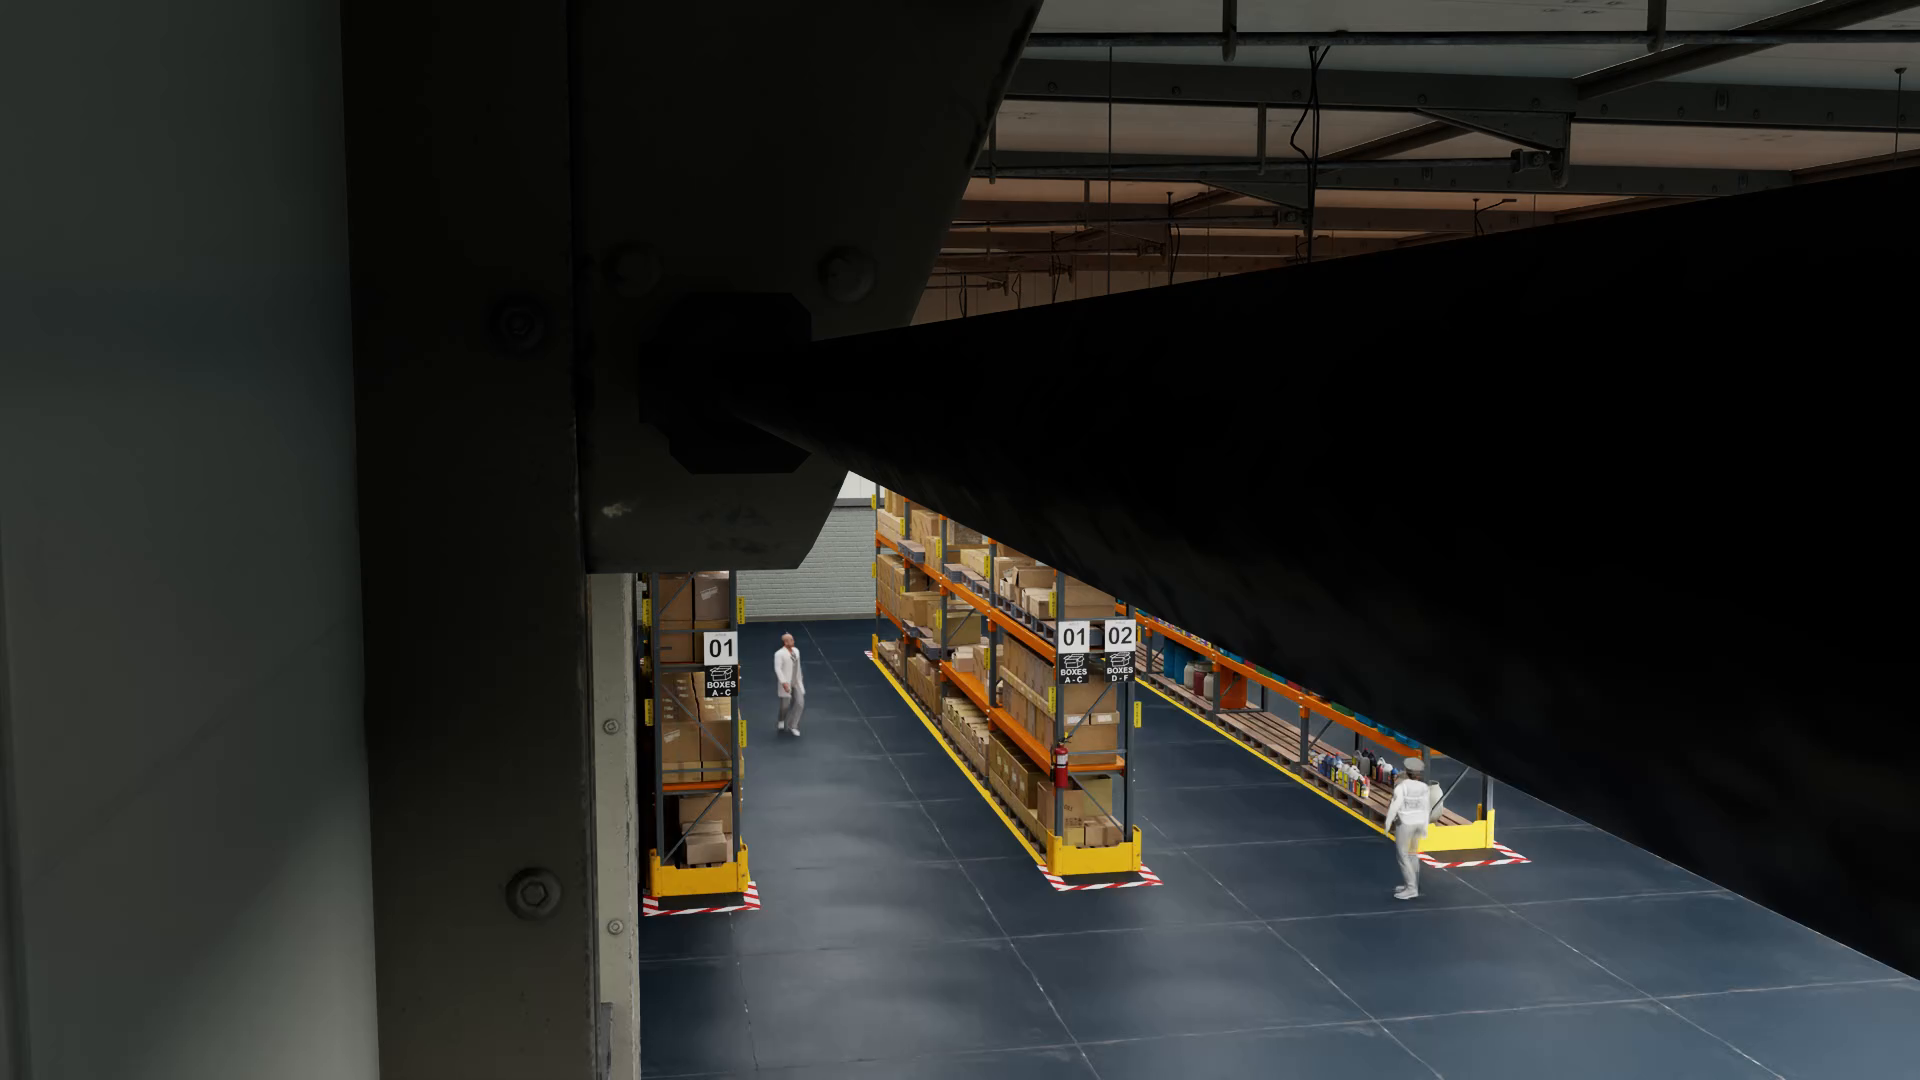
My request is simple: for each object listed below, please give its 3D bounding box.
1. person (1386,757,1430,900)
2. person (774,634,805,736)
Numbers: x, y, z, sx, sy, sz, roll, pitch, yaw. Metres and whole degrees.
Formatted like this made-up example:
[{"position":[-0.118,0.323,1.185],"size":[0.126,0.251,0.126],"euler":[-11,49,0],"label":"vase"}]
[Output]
[{"position":[5.390,3.447,19.983],"size":[0.498,1.685,0.420],"euler":[-4,7,-33],"label":"person"},{"position":[-2.962,2.507,29.024],"size":[0.719,1.766,0.689],"euler":[-6,8,-43],"label":"person"}]
